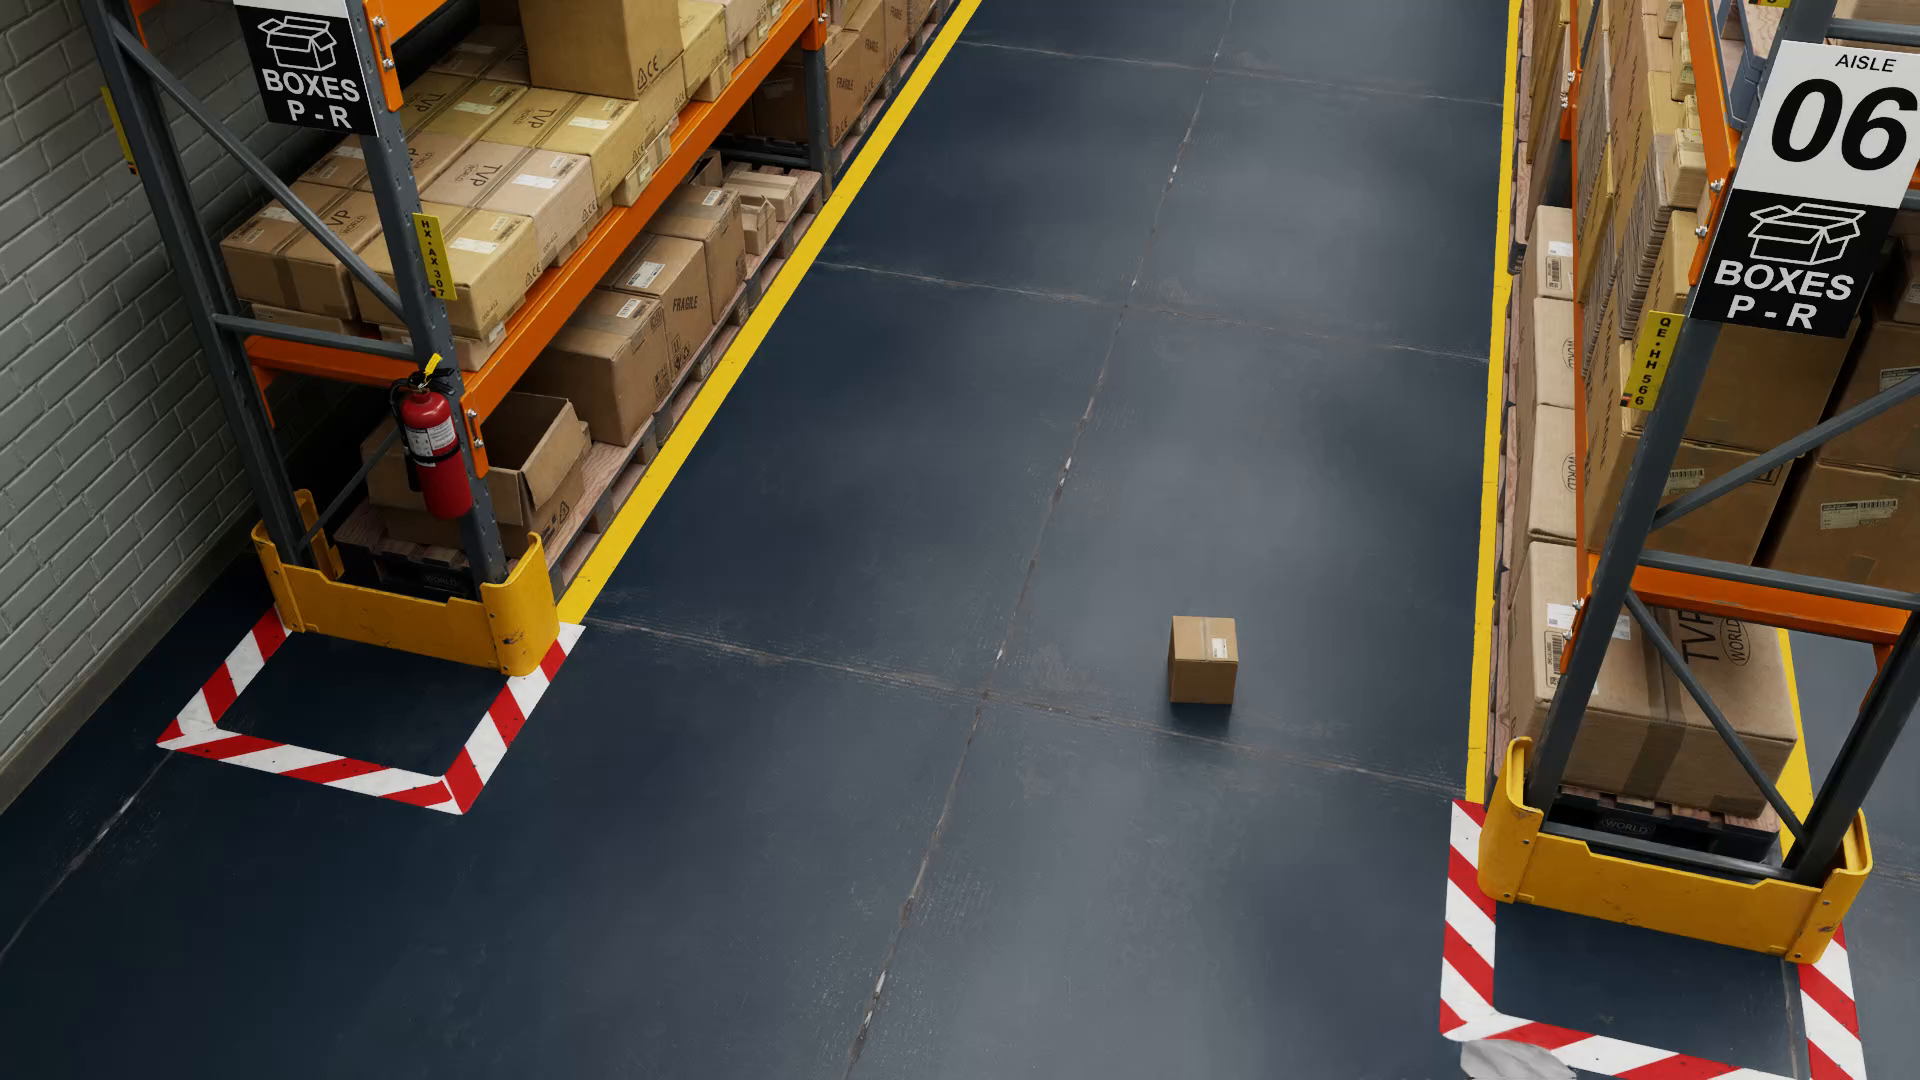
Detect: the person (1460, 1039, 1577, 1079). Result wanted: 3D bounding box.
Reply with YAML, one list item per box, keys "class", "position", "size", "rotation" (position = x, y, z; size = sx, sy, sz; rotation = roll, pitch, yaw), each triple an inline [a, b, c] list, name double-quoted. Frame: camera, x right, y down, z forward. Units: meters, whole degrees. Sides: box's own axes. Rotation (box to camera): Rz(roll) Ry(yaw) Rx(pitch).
- class: "person"
  position: [1.182, 1.832, 4.005]
  size: [0.531, 1.800, 0.452]
  rotation: [-7, 41, -8]
